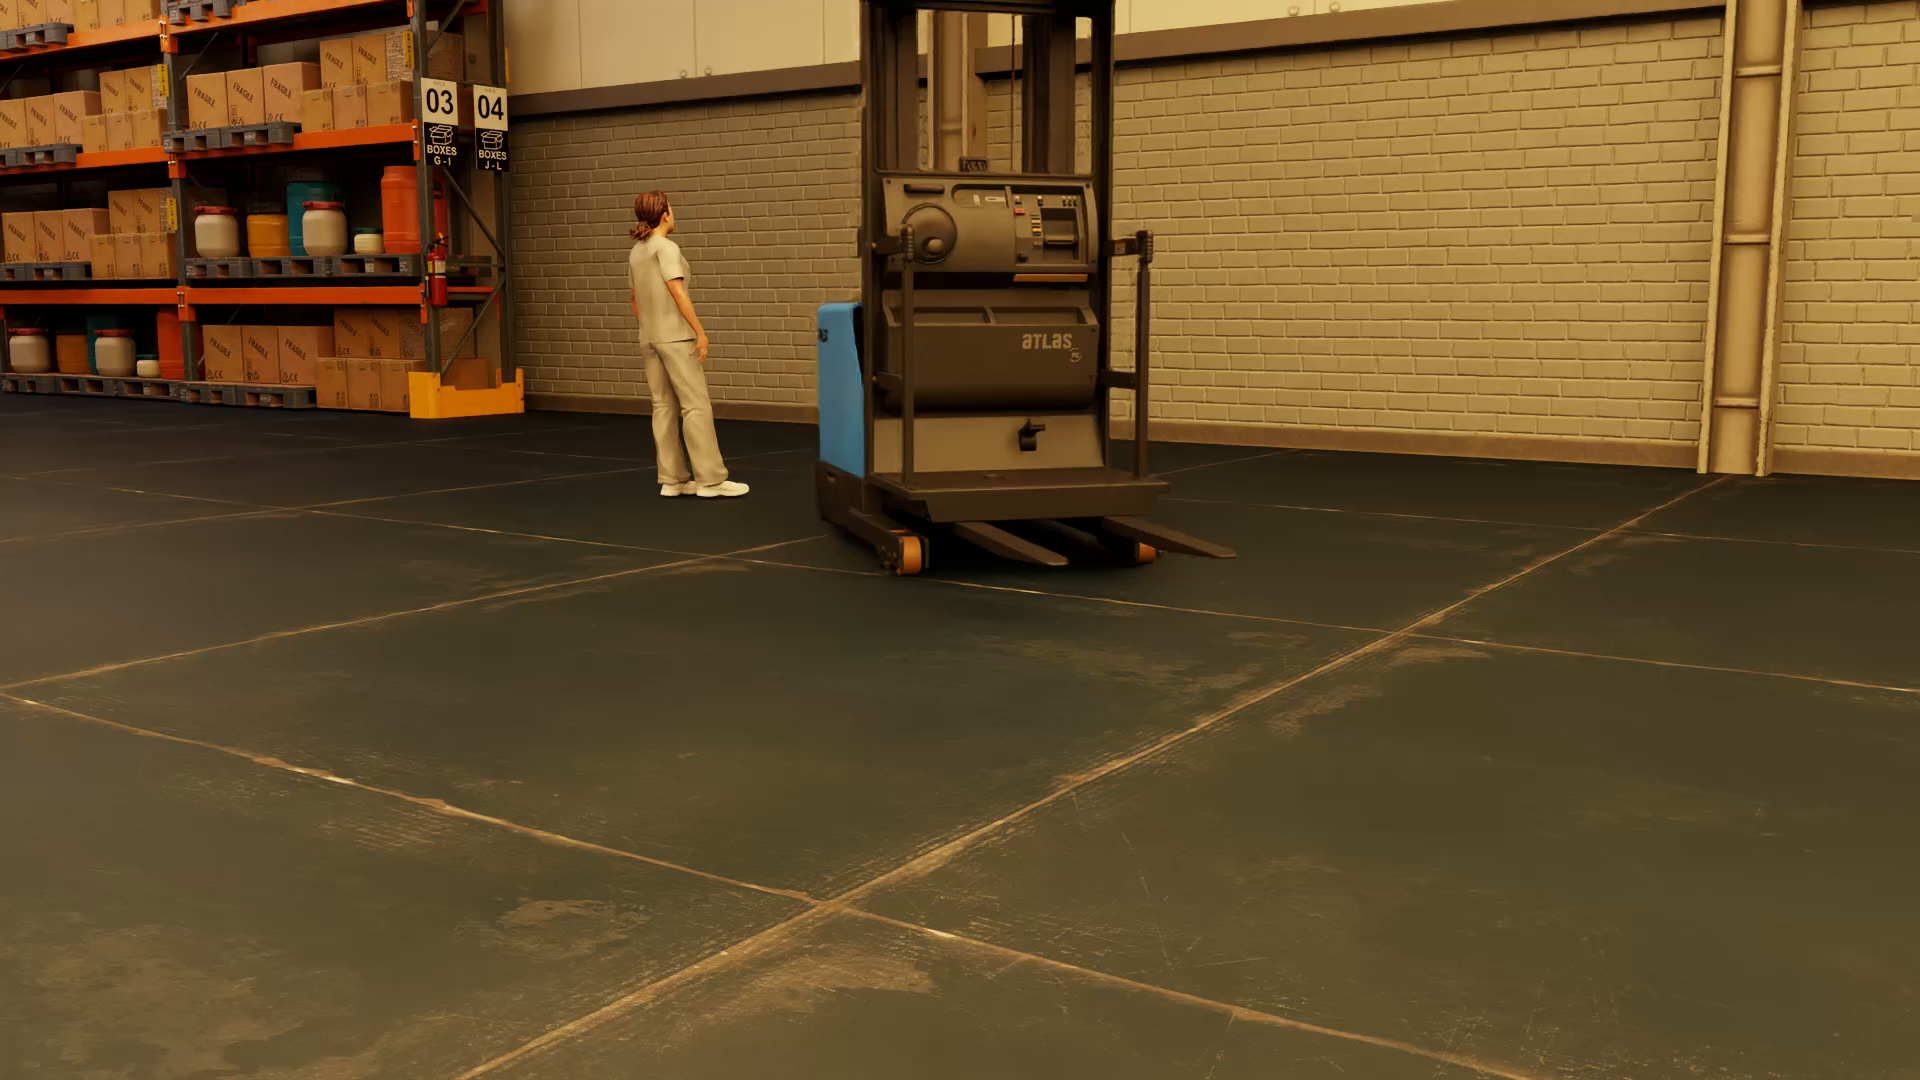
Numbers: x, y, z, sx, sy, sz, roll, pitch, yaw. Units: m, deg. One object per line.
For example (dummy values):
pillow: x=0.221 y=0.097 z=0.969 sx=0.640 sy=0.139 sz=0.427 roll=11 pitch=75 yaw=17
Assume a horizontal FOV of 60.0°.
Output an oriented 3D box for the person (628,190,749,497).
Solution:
person: x=-1.546 y=-1.080 z=9.195 sx=0.549 sy=1.673 sz=0.548 roll=-8 pitch=11 yaw=-43

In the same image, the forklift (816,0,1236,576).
forklift: x=0.194 y=-1.367 z=6.809 sx=1.130 sy=2.935 sz=3.031 roll=-2 pitch=8 yaw=-16
